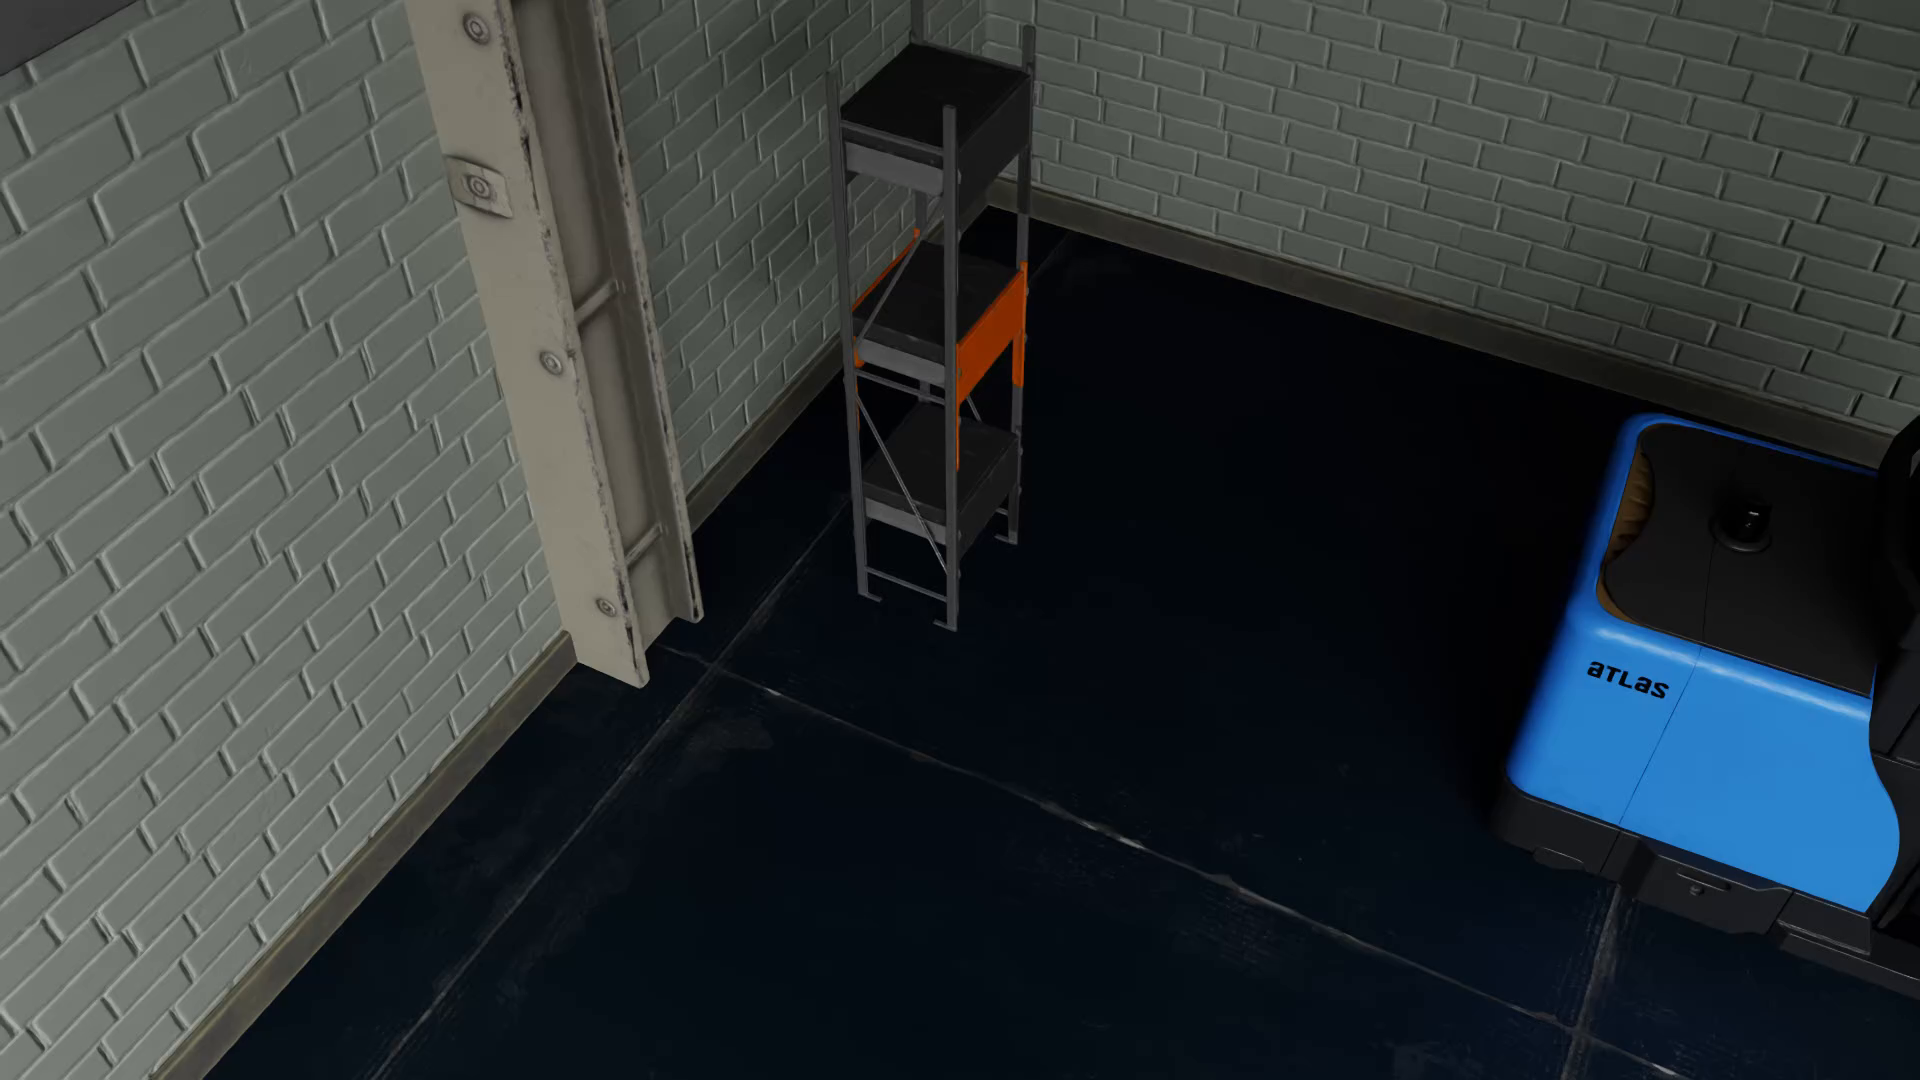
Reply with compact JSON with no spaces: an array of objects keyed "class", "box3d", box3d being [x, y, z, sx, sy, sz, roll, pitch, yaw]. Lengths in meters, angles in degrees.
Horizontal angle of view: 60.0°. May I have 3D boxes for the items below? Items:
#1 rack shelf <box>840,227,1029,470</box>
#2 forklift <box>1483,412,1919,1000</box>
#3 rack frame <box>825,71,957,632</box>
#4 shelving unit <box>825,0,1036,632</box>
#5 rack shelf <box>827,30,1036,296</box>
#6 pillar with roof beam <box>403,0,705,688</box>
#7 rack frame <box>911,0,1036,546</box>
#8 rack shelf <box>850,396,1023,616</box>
[{"class":"rack shelf","box3d":[-0.077,-0.624,5.410,0.431,0.518,0.480,20,49,19]},{"class":"forklift","box3d":[3.218,0.068,4.122,3.031,2.935,1.130,19,48,18]},{"class":"rack frame","box3d":[-0.190,-0.480,5.248,0.400,2.100,0.015,20,49,19]},{"class":"shelving unit","box3d":[-0.077,-0.634,5.400,0.431,2.100,0.503,20,49,19]},{"class":"rack shelf","box3d":[-0.077,-1.116,4.912,0.431,0.518,0.480,20,49,19]},{"class":"pillar with roof beam","box3d":[2.669,-1.403,1.310,9.100,9.000,0.400,20,49,19]},{"class":"rack frame","box3d":[0.036,-0.788,5.552,0.400,2.100,0.015,20,49,19]},{"class":"rack shelf","box3d":[-0.077,-0.132,5.908,0.431,0.518,0.480,20,49,19]}]
